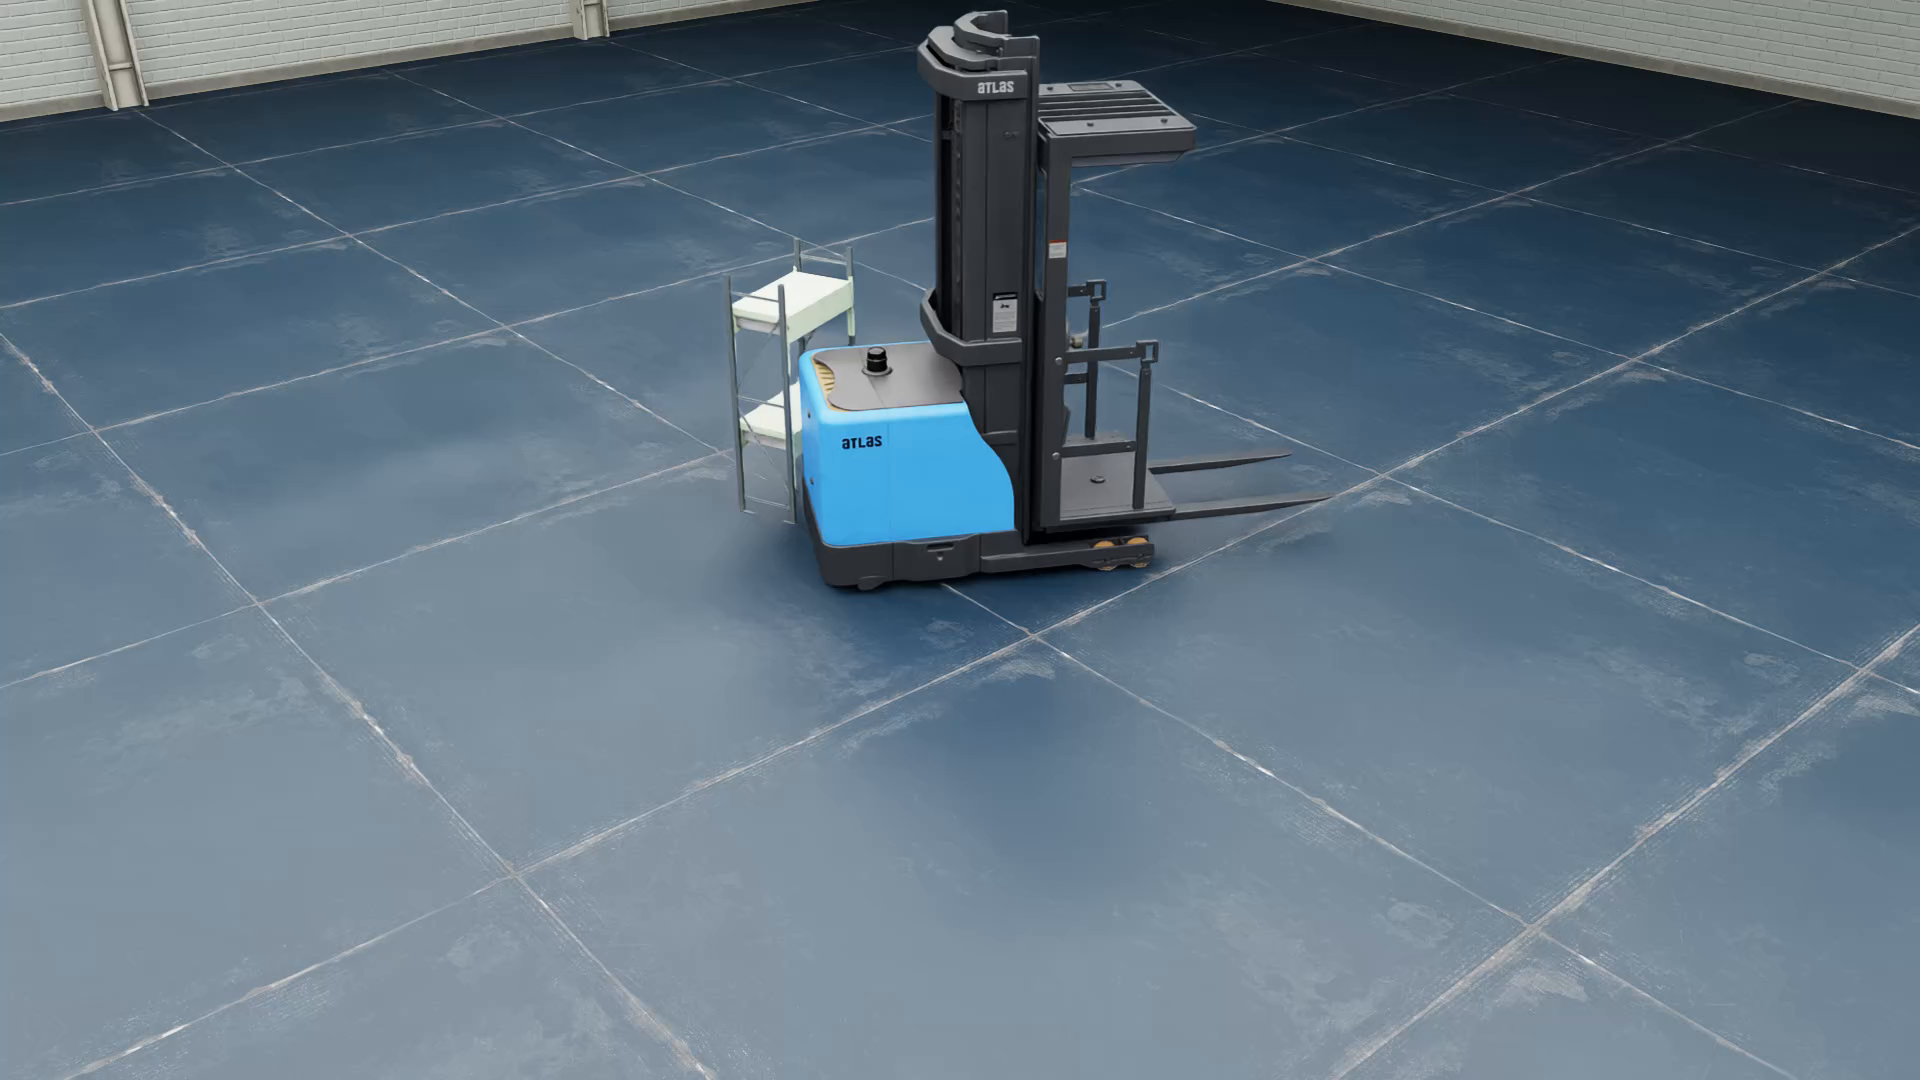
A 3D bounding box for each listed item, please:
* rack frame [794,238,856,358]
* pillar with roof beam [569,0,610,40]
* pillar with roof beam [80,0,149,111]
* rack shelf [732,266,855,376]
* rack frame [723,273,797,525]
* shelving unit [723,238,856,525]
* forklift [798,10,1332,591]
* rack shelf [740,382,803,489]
[{"bbox_3d":[-0.813,-1.101,10.219,0.400,1.500,0.023,14,31,24],"label":"rack frame"},{"bbox_3d":[-2.196,-9.246,17.503,0.400,9.000,9.100,-22,35,-35],"label":"pillar with roof beam"},{"bbox_3d":[-6.760,-7.410,14.068,0.400,9.000,9.100,-22,35,-35],"label":"pillar with roof beam"},{"bbox_3d":[-0.984,-1.293,9.750,0.431,0.370,0.720,14,31,24],"label":"rack shelf"},{"bbox_3d":[-1.155,-0.796,9.648,0.400,1.500,0.023,14,31,24],"label":"rack frame"},{"bbox_3d":[-0.984,-0.949,9.934,0.431,1.500,0.755,14,31,24],"label":"shelving unit"},{"bbox_3d":[0.636,-1.356,9.177,3.031,2.935,1.130,-6,29,-10],"label":"forklift"},{"bbox_3d":[-0.984,-0.661,10.087,0.431,0.370,0.720,14,31,24],"label":"rack shelf"}]
